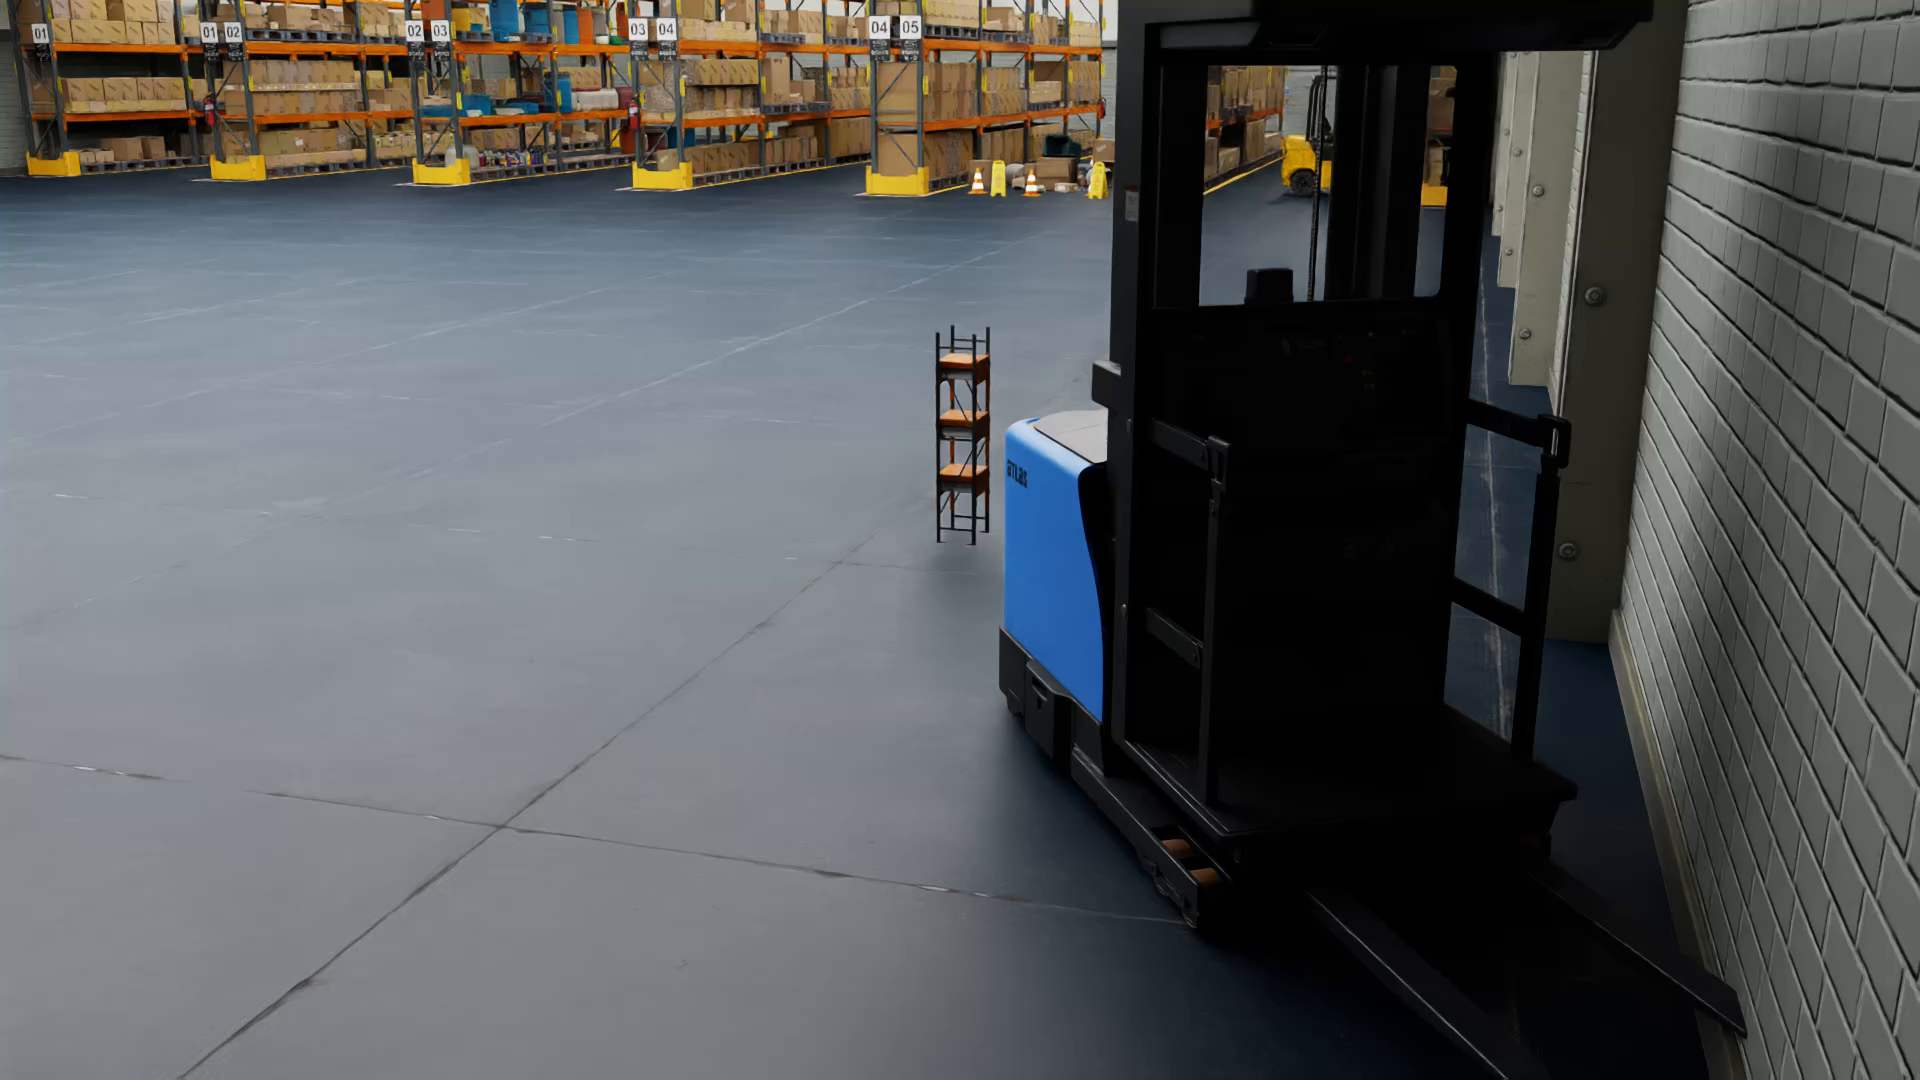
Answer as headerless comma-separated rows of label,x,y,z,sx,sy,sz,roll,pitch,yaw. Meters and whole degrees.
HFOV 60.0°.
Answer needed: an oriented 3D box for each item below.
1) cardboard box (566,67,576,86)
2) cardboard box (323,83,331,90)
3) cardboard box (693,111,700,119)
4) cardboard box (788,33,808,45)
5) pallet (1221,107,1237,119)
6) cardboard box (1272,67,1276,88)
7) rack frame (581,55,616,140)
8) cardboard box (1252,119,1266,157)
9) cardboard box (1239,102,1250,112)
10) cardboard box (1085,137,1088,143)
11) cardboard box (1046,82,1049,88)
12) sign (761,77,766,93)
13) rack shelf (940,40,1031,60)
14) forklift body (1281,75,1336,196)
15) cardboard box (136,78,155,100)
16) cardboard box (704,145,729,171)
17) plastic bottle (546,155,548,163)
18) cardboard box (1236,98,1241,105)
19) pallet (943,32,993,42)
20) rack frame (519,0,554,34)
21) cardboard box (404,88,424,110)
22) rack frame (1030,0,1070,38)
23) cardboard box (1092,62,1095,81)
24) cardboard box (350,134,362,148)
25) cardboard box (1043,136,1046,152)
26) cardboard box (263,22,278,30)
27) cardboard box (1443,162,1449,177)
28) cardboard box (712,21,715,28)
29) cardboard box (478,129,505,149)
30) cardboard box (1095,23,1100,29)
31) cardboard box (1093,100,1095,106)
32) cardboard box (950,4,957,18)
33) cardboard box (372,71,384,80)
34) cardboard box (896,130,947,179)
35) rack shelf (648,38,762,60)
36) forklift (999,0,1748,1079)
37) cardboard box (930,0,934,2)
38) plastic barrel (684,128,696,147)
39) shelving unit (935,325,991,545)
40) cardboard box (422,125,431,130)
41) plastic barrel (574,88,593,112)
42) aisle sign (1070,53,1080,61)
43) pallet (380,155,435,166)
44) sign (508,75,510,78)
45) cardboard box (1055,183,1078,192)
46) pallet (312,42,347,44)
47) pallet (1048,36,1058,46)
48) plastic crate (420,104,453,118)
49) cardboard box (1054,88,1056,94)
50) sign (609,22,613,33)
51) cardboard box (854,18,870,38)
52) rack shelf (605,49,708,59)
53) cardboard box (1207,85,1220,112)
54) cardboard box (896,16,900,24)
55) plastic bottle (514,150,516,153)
cardboard box,-11.289,-13.205,47.373,0.500,0.500,0.500,4,16,14
cardboard box,-14.422,-10.219,37.487,0.380,0.149,0.250,5,16,16
cardboard box,-5.415,-8.460,33.119,0.380,0.149,0.250,5,16,16
cardboard box,-3.799,-11.455,37.996,0.500,0.250,0.500,5,17,17
pallet,5.096,-8.771,34.107,1.003,0.211,1.213,5,16,16
cardboard box,7.686,-11.667,41.951,0.500,0.500,0.500,5,17,17
rack frame,-10.849,-13.352,49.905,1.000,3.000,0.127,5,16,16
cardboard box,6.913,-9.779,40.433,0.875,0.875,0.875,5,17,18
cardboard box,6.256,-9.757,37.508,0.500,0.250,0.500,4,16,15
cardboard box,3.218,-10.712,44.510,0.380,0.149,0.250,5,17,17
cardboard box,1.940,-11.031,40.325,0.380,0.149,0.250,4,16,13
sign,-4.240,-9.819,35.865,0.100,0.325,0.005,5,16,16
rack shelf,0.533,-10.652,36.209,1.077,0.370,4.000,5,16,16
forklift body,7.152,-7.473,30.736,2.313,2.155,1.214,5,16,16
cardboard box,-19.137,-10.484,38.659,0.500,0.500,0.500,4,16,14
cardboard box,-5.171,-8.022,34.926,0.500,0.500,0.500,3,16,11
plastic bottle,-9.315,-8.573,37.381,0.097,0.201,0.097,0,16,0
cardboard box,5.829,-9.415,35.716,0.380,0.149,0.250,5,17,17
pallet,0.178,-10.627,35.152,0.805,0.209,1.217,4,16,14
rack frame,-9.511,-12.713,36.660,1.000,3.000,0.127,5,16,16
cardboard box,-13.584,-10.867,40.960,0.500,0.500,0.500,4,16,13
rack frame,2.238,-14.011,41.236,1.000,3.000,0.127,5,16,16
cardboard box,3.339,-12.572,44.596,0.500,0.500,0.500,4,16,14
cardboard box,-14.419,-9.489,39.530,0.500,0.311,0.500,5,16,16
cardboard box,1.828,-9.510,40.171,0.500,0.500,0.500,4,16,14
cardboard box,-14.892,-11.051,35.733,0.380,0.149,0.250,5,16,16
cardboard box,8.695,-6.471,28.999,0.500,0.250,0.500,5,17,17
cardboard box,-5.170,-10.420,33.616,0.380,0.149,0.250,4,16,15
cardboard box,-12.428,-10.633,44.095,0.500,0.500,0.500,4,16,15
cardboard box,3.562,-13.865,44.846,0.380,0.149,0.250,4,16,15
cardboard box,3.446,-11.881,45.181,0.380,0.149,0.250,5,16,16
cardboard box,-0.360,-10.252,32.257,0.500,0.250,0.500,5,16,16
cardboard box,-16.624,-13.108,46.907,0.500,0.250,0.500,5,17,17
cardboard box,-0.795,-7.578,32.674,0.875,0.875,0.875,4,16,15
rack shelf,-5.331,-10.017,33.969,1.077,0.370,4.000,5,16,16
forklift,1.063,-0.463,4.590,1.130,2.935,3.031,-5,17,-16
cardboard box,-0.700,-10.070,30.883,0.380,0.149,0.250,5,17,16
plastic barrel,-7.408,-10.972,44.590,0.600,0.901,0.708,5,16,16
shelving unit,0.015,-0.519,8.235,0.215,1.050,0.252,5,16,16
cardboard box,-16.131,-12.141,49.448,0.700,0.500,0.500,5,17,17
plastic barrel,-8.820,-10.318,38.960,0.433,0.535,0.433,0,16,0
aisle sign,3.108,-13.465,45.539,0.394,0.787,0.004,5,16,16
pallet,-13.742,-9.387,41.036,1.003,0.211,1.213,5,16,16
sign,-12.508,-12.762,46.239,0.100,0.325,0.005,5,16,16
cardboard box,2.038,-6.756,31.876,0.250,0.149,0.380,-15,21,-41
pallet,-17.426,-13.459,45.134,1.003,0.211,1.213,5,17,18
pallet,1.669,-12.053,40.173,1.213,0.211,1.003,5,16,16
plastic crate,-10.792,-8.863,34.353,0.499,0.251,0.616,5,16,16
cardboard box,2.167,-11.096,41.099,0.380,0.149,0.250,5,17,18
sign,-10.322,-15.172,49.205,0.100,0.325,0.005,5,16,16
cardboard box,-2.644,-13.077,42.486,0.700,0.500,0.500,5,17,17
rack shelf,-7.806,-12.494,42.702,1.077,0.370,4.000,5,16,16
cardboard box,4.851,-8.730,32.883,0.500,0.500,0.500,4,16,14
cardboard box,-1.330,-9.737,31.172,0.380,0.149,0.250,5,17,16
plastic bottle,-9.985,-8.588,37.281,0.061,0.283,0.133,5,16,16
